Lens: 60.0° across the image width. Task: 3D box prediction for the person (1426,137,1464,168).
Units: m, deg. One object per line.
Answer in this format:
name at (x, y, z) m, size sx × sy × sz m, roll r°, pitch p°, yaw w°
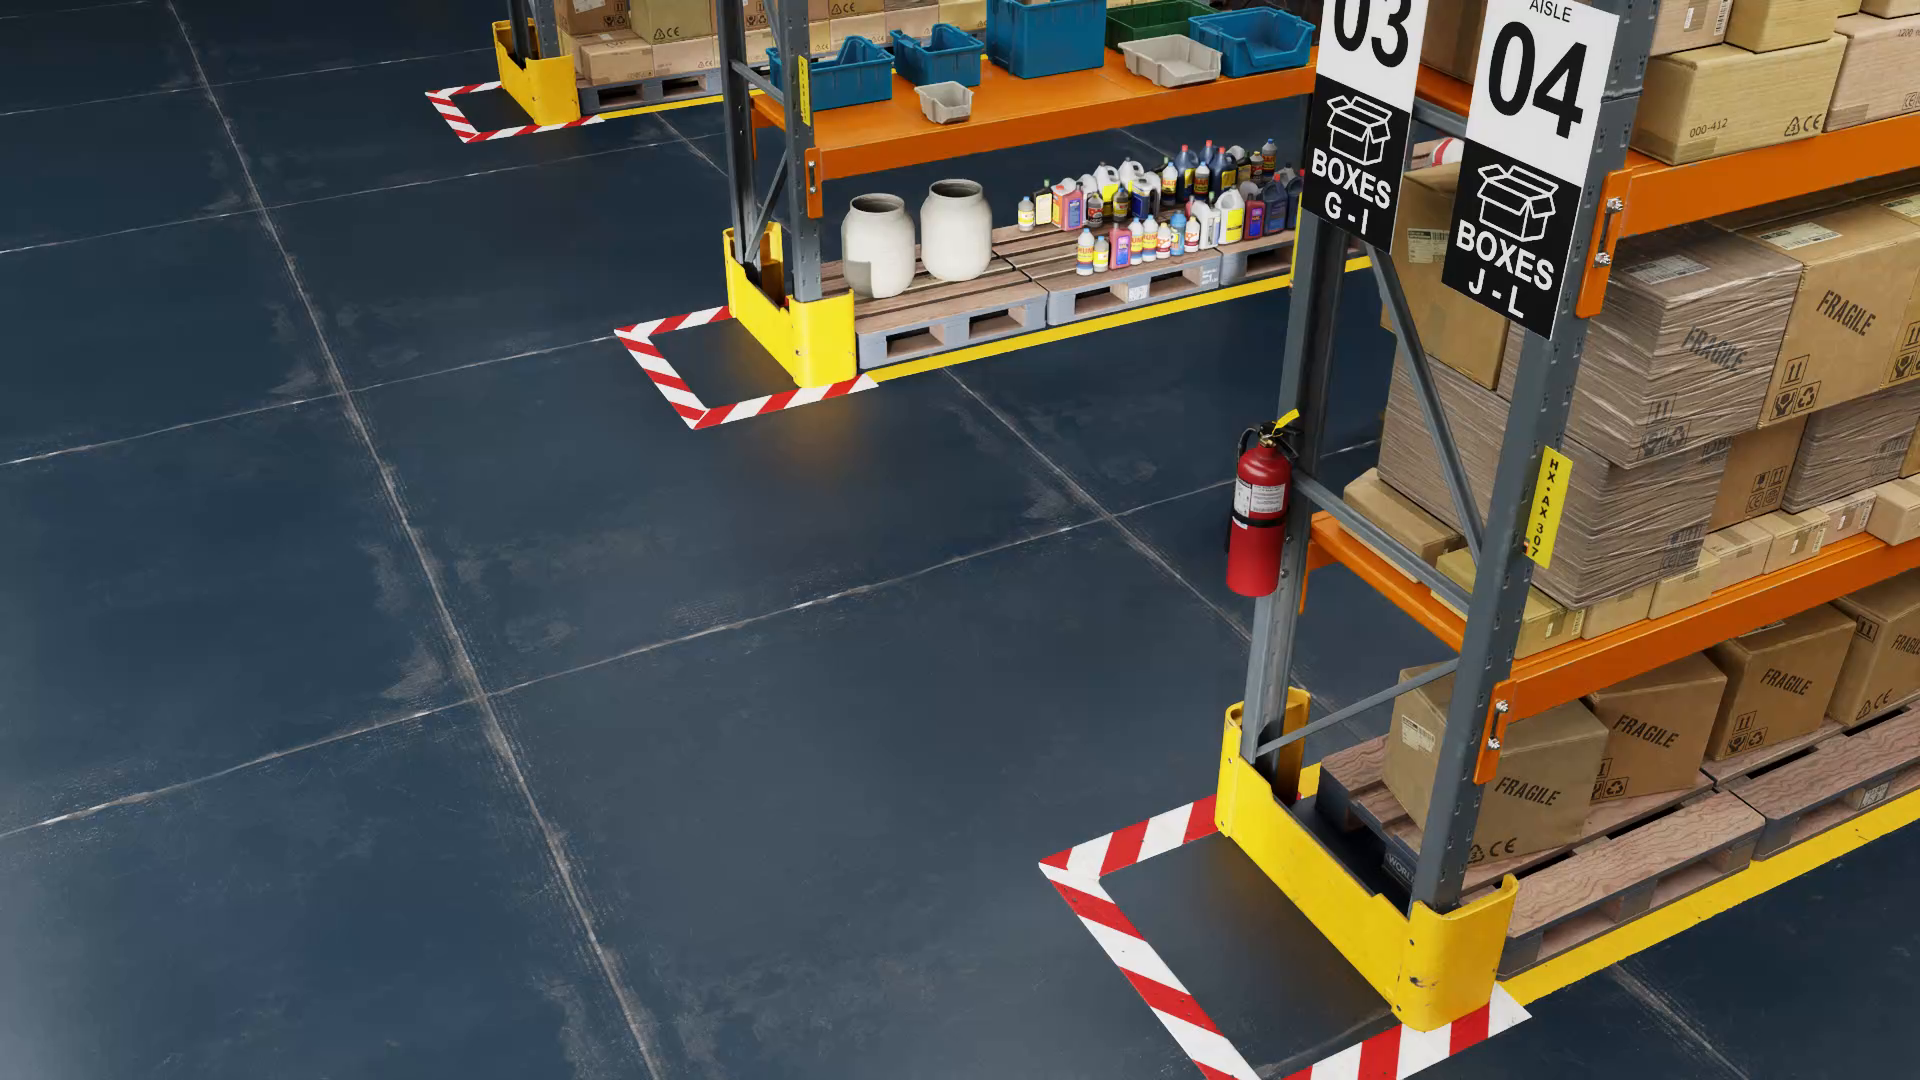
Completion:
person at (2.530, -1.371, 8.250) m, size 0.542 × 1.837 × 0.599 m, roll -28°, pitch 42°, yaw -36°
